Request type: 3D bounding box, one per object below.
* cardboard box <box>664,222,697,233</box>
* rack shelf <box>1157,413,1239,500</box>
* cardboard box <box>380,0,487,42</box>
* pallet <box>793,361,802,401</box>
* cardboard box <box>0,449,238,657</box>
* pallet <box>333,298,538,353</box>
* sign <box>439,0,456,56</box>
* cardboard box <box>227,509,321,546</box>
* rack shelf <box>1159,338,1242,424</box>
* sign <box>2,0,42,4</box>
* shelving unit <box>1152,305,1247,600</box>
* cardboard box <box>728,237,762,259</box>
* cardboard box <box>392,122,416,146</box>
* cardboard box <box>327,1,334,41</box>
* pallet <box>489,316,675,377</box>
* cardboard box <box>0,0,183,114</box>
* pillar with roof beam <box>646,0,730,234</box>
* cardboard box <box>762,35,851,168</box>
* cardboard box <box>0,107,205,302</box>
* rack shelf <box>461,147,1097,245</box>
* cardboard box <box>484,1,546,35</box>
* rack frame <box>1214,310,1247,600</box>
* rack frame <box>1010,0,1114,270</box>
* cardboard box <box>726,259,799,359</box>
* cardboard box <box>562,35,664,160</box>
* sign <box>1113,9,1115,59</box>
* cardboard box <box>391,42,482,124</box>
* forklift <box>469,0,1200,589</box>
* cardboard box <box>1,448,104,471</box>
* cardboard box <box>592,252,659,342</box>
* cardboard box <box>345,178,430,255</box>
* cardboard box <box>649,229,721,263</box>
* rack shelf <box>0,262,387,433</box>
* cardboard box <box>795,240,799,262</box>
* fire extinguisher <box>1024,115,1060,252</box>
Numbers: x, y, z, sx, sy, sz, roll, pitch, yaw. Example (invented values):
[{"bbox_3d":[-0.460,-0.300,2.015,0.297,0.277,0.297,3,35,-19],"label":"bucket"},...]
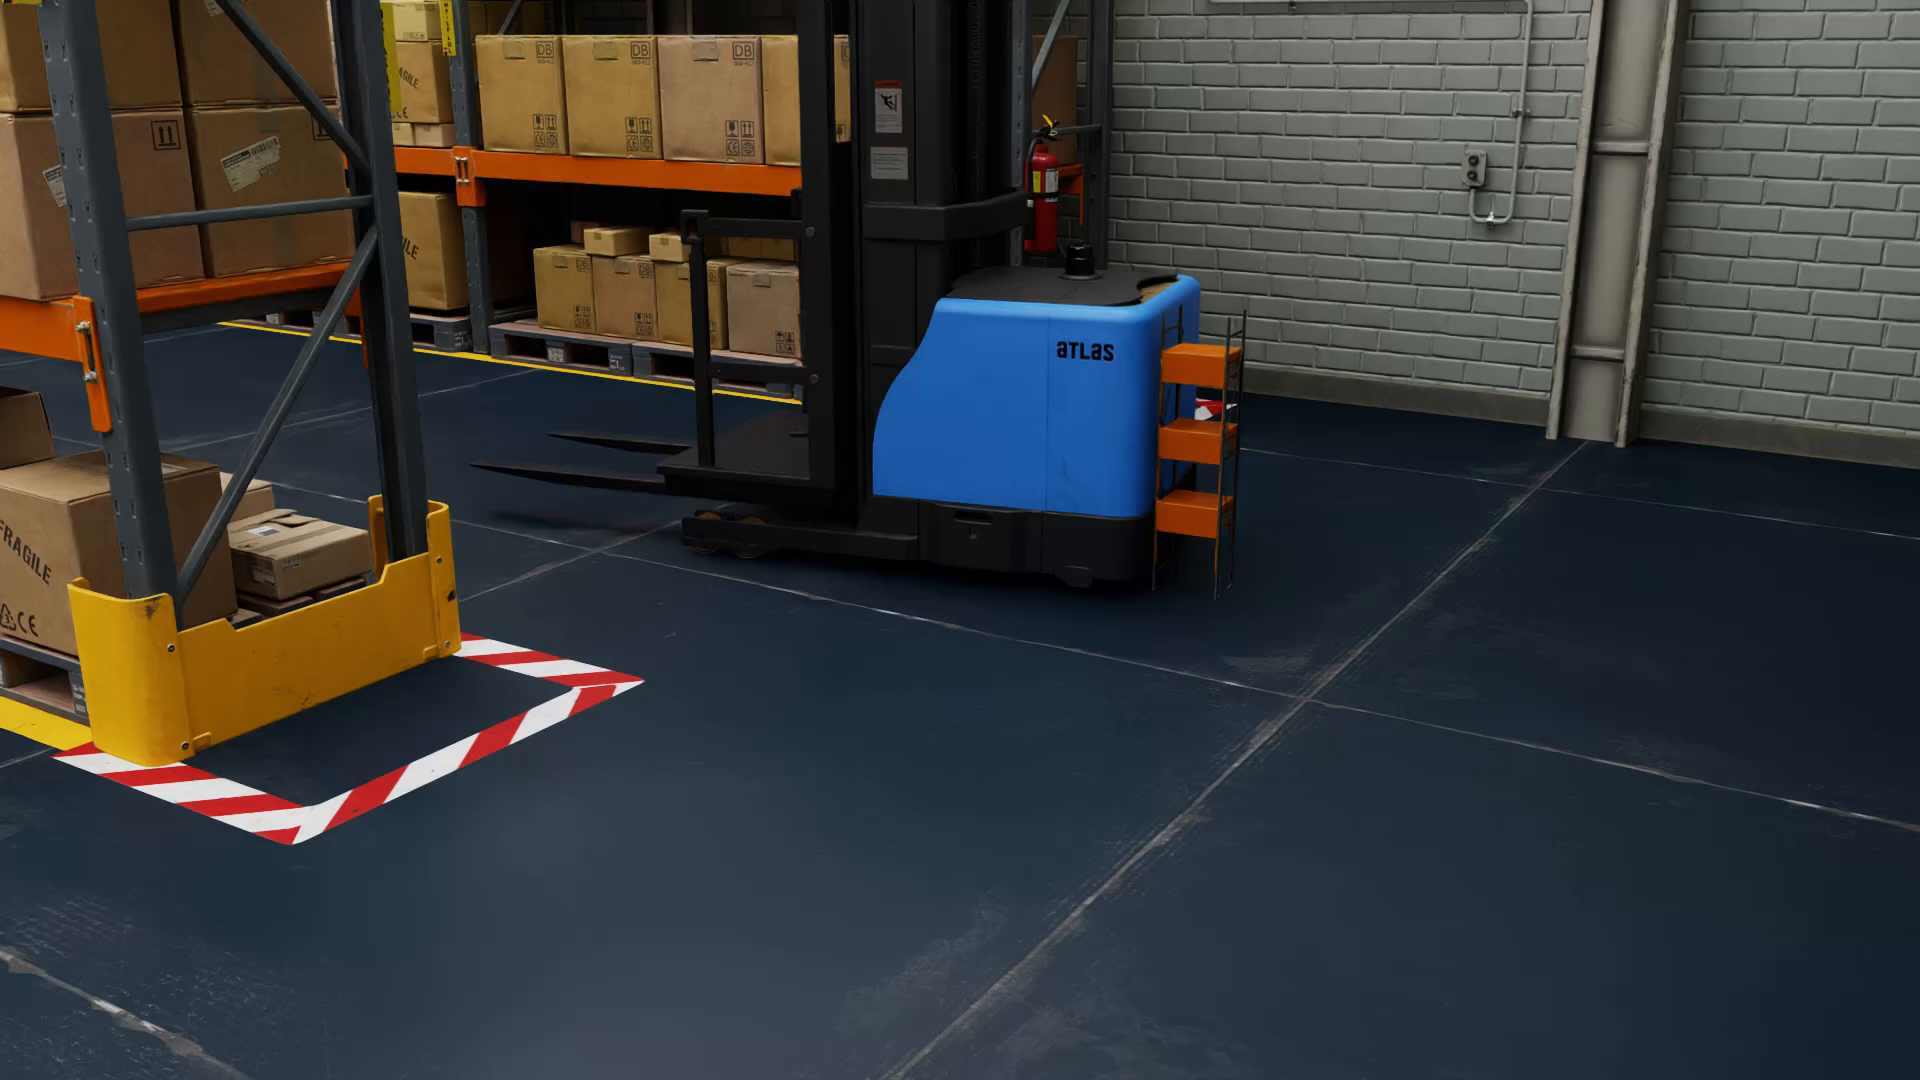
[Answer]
[{"bbox_3d":[-1.641,-1.903,10.446,0.250,0.149,0.380,9,19,28],"label":"cardboard box"},{"bbox_3d":[0.879,-0.311,6.135,0.240,0.259,0.215,8,19,26],"label":"rack shelf"},{"bbox_3d":[-3.412,-3.341,10.711,0.500,0.250,0.500,11,20,31],"label":"cardboard box"},{"bbox_3d":[-0.194,-0.934,9.594,1.213,0.211,1.003,10,20,30],"label":"pallet"},{"bbox_3d":[-2.653,0.025,5.182,0.500,0.500,0.500,10,20,30],"label":"cardboard box"},{"bbox_3d":[-3.577,-1.539,11.586,1.213,0.211,1.003,10,20,30],"label":"pallet"},{"bbox_3d":[-3.156,-3.155,10.251,0.005,0.325,0.100,10,20,30],"label":"sign"},{"bbox_3d":[-2.451,0.019,5.775,0.250,0.166,0.380,10,20,30],"label":"cardboard box"},{"bbox_3d":[0.879,-0.582,6.052,0.240,0.259,0.215,8,19,26],"label":"rack shelf"},{"bbox_3d":[-2.368,-1.510,4.155,0.005,0.325,0.100,10,20,30],"label":"sign"},{"bbox_3d":[0.879,-0.321,6.132,0.252,1.050,0.215,8,19,26],"label":"shelving unit"},{"bbox_3d":[-1.206,-1.825,10.190,0.250,0.149,0.380,10,19,29],"label":"cardboard box"},{"bbox_3d":[-3.544,-2.678,10.935,0.250,0.149,0.380,11,20,31],"label":"cardboard box"},{"bbox_3d":[-3.842,-3.421,10.975,0.500,0.250,0.500,11,20,31],"label":"cardboard box"},{"bbox_3d":[-2.273,-1.306,10.816,1.213,0.211,1.003,10,20,30],"label":"pallet"},{"bbox_3d":[-2.584,-1.465,4.650,0.500,0.500,0.500,10,20,30],"label":"cardboard box"},{"bbox_3d":[-4.084,-4.687,6.828,0.400,9.000,9.100,10,20,30],"label":"pillar with roof beam"},{"bbox_3d":[-0.537,-2.493,9.411,0.700,0.700,0.980,10,20,30],"label":"cardboard box"},{"bbox_3d":[-2.585,-0.988,4.799,0.500,0.500,0.500,11,20,32],"label":"cardboard box"},{"bbox_3d":[-1.176,-2.126,9.958,4.000,0.370,1.077,10,20,30],"label":"rack shelf"},{"bbox_3d":[-3.135,-3.468,11.128,0.500,0.250,0.500,11,20,32],"label":"cardboard box"},{"bbox_3d":[0.988,-0.305,6.079,0.008,1.050,0.200,8,19,26],"label":"rack frame"},{"bbox_3d":[0.529,-2.166,8.852,0.127,3.000,1.000,10,20,30],"label":"rack frame"},{"bbox_3d":[-0.976,-1.405,9.925,0.500,0.500,0.700,9,19,28],"label":"cardboard box"},{"bbox_3d":[-1.807,-2.719,10.157,0.700,0.700,0.980,10,19,29],"label":"cardboard box"},{"bbox_3d":[0.824,-2.755,9.165,0.005,0.325,0.100,10,20,30],"label":"sign"},{"bbox_3d":[-3.405,-2.982,10.820,0.500,0.500,0.500,10,19,29],"label":"cardboard box"},{"bbox_3d":[-0.591,-1.463,6.653,3.031,2.935,1.130,6,18,19],"label":"forklift"},{"bbox_3d":[-3.228,-0.139,6.152,0.500,0.250,0.500,10,20,30],"label":"cardboard box"},{"bbox_3d":[-1.870,-1.563,10.445,0.500,0.500,0.700,10,20,30],"label":"cardboard box"},{"bbox_3d":[-4.261,-2.148,11.769,0.750,0.750,0.750,11,20,32],"label":"cardboard box"},{"bbox_3d":[-1.655,-1.774,10.024,0.250,0.149,0.380,9,19,28],"label":"cardboard box"},{"bbox_3d":[-3.765,-0.899,5.918,4.000,0.370,1.077,10,20,30],"label":"rack shelf"},{"bbox_3d":[-0.771,-1.747,9.935,0.250,0.149,0.380,10,20,31],"label":"cardboard box"},{"bbox_3d":[0.416,-1.814,8.466,0.183,0.674,0.296,10,20,30],"label":"fire extinguisher"}]
